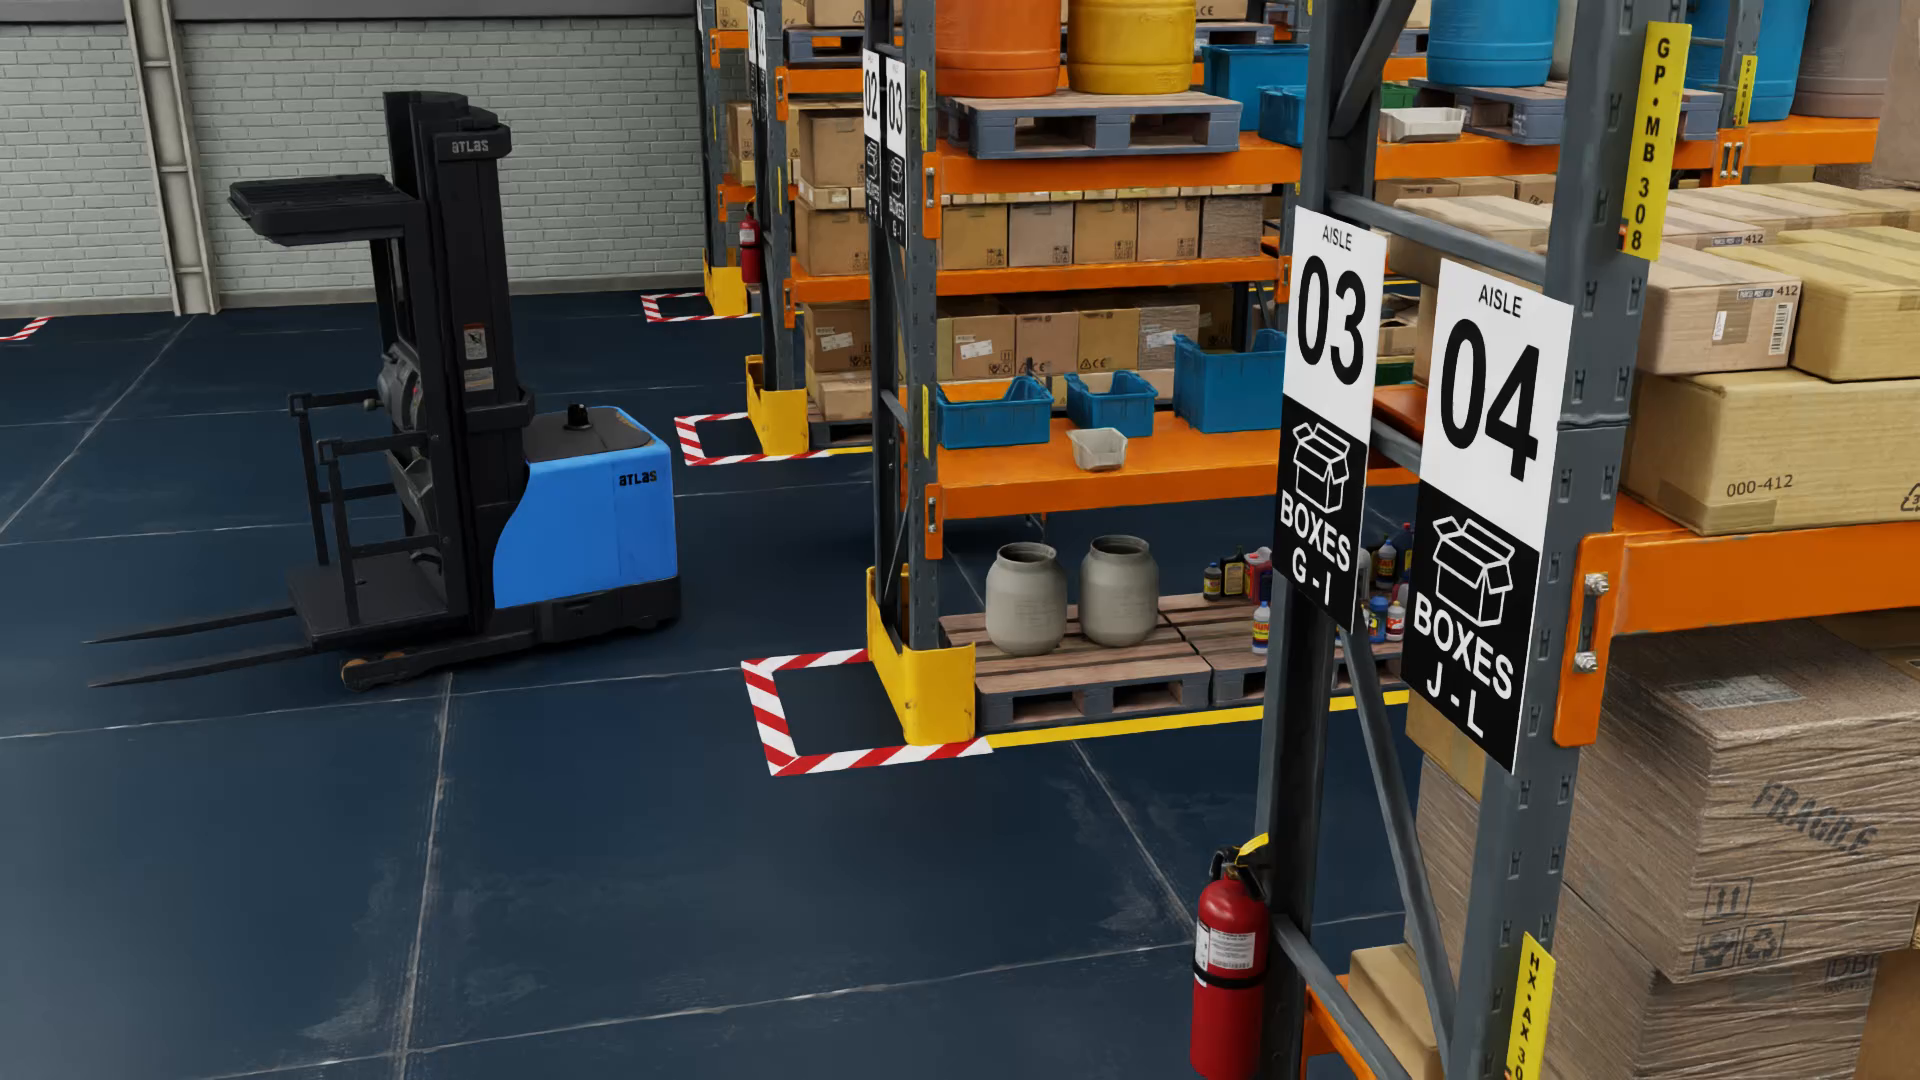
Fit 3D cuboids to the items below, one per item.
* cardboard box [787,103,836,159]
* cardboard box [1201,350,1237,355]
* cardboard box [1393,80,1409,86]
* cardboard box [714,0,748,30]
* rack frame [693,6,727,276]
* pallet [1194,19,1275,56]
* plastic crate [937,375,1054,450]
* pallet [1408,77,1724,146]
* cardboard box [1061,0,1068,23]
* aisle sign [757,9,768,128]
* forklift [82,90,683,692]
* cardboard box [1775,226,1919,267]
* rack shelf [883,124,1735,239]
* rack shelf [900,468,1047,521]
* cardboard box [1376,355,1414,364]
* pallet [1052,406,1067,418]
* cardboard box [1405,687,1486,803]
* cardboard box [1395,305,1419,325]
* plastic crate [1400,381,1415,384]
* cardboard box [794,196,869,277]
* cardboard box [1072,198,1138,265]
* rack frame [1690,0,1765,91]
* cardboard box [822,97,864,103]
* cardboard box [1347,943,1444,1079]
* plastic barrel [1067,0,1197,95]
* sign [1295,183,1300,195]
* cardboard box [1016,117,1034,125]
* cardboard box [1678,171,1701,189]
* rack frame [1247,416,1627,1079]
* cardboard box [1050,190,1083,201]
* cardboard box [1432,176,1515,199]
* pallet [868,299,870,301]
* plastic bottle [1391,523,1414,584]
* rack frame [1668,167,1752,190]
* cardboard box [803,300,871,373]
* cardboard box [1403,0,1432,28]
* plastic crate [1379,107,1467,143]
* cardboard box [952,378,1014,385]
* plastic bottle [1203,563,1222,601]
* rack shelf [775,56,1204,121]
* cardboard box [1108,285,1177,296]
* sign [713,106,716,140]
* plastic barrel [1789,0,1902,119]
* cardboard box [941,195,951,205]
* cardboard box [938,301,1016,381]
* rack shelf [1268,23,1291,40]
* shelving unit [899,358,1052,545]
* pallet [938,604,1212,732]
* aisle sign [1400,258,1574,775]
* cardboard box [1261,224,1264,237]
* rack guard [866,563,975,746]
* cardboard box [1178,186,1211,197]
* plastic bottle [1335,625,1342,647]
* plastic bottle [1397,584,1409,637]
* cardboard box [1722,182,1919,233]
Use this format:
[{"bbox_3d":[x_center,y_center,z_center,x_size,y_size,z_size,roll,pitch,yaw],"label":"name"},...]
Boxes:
[{"bbox_3d":[-1.540,-4.169,16.934,0.500,0.500,0.500,-5,21,-12],"label":"cardboard box"},{"bbox_3d":[2.078,-1.360,13.554,0.500,0.250,0.500,-5,21,-12],"label":"cardboard box"},{"bbox_3d":[4.899,-5.059,18.537,0.250,0.149,0.380,-7,21,-20],"label":"cardboard box"},{"bbox_3d":[-2.174,-5.313,16.422,0.500,0.500,0.500,-4,21,-11],"label":"cardboard box"},{"bbox_3d":[-2.557,-3.905,17.115,0.127,3.000,1.000,-5,21,-12],"label":"rack frame"},{"bbox_3d":[1.655,-3.855,12.745,1.213,0.211,1.003,-5,21,-12],"label":"pallet"},{"bbox_3d":[0.141,-0.659,8.469,0.616,0.251,0.499,-5,21,-12],"label":"plastic crate"},{"bbox_3d":[2.936,-2.136,8.198,1.003,0.211,1.213,-5,21,-12],"label":"pallet"},{"bbox_3d":[0.847,-4.196,12.583,0.637,0.503,0.797,-2,20,-6],"label":"cardboard box"},{"bbox_3d":[-1.407,-3.360,11.848,0.004,0.787,0.394,-5,21,-12],"label":"aisle sign"},{"bbox_3d":[-3.125,-0.794,8.720,3.031,2.935,1.130,-11,23,-27],"label":"forklift"},{"bbox_3d":[1.675,-0.450,2.960,0.250,0.149,0.380,-5,21,-13],"label":"cardboard box"},{"bbox_3d":[1.669,-1.818,8.102,4.000,0.370,1.077,-5,21,-12],"label":"rack shelf"},{"bbox_3d":[0.007,-0.299,10.707,1.000,0.278,0.538,-5,21,-12],"label":"rack shelf"},{"bbox_3d":[3.426,-1.459,13.824,0.500,0.250,0.500,-4,21,-11],"label":"cardboard box"},{"bbox_3d":[0.506,-1.108,13.532,1.213,0.211,1.003,-5,21,-12],"label":"pallet"},{"bbox_3d":[1.341,0.286,3.640,0.500,0.500,0.500,-5,21,-12],"label":"cardboard box"},{"bbox_3d":[3.930,-1.762,13.836,0.500,0.311,0.500,-5,21,-14],"label":"cardboard box"},{"bbox_3d":[2.601,-0.657,8.465,0.616,0.251,0.499,-5,21,-12],"label":"plastic crate"},{"bbox_3d":[-0.956,-2.327,12.661,0.500,0.500,0.700,-5,21,-12],"label":"cardboard box"},{"bbox_3d":[1.048,-2.491,13.110,0.500,0.500,0.700,-4,21,-12],"label":"cardboard box"},{"bbox_3d":[3.615,-3.723,7.894,0.127,3.000,1.000,-5,21,-12],"label":"rack frame"},{"bbox_3d":[-1.153,-4.384,17.520,0.500,0.500,0.500,-5,21,-14],"label":"cardboard box"},{"bbox_3d":[1.092,1.095,3.829,0.250,0.149,0.380,-5,21,-12],"label":"cardboard box"},{"bbox_3d":[0.803,-2.416,7.804,0.600,0.588,0.600,0,20,0],"label":"plastic barrel"},{"bbox_3d":[2.608,-2.822,12.784,0.005,0.325,0.100,-5,21,-12],"label":"sign"},{"bbox_3d":[0.583,-3.064,12.786,0.500,0.500,0.700,-5,21,-12],"label":"cardboard box"},{"bbox_3d":[8.518,-3.948,19.746,0.750,0.750,0.750,-4,21,-12],"label":"cardboard box"},{"bbox_3d":[0.862,1.069,3.536,0.127,3.000,1.000,-5,21,-12],"label":"rack frame"},{"bbox_3d":[0.770,-2.700,12.737,0.250,0.149,0.380,-4,20,-11],"label":"cardboard box"},{"bbox_3d":[4.230,-2.748,13.809,0.500,0.500,0.500,-5,21,-12],"label":"cardboard box"},{"bbox_3d":[-0.500,-2.750,18.014,1.213,0.211,1.003,-5,21,-12],"label":"pallet"},{"bbox_3d":[2.550,0.071,9.470,0.185,0.351,0.144,-6,21,-15],"label":"plastic bottle"},{"bbox_3d":[6.372,-2.881,14.318,0.127,3.000,1.000,-5,21,-12],"label":"rack frame"},{"bbox_3d":[-0.960,-1.648,13.249,0.500,0.500,0.500,-5,21,-12],"label":"cardboard box"},{"bbox_3d":[3.615,-4.189,13.137,0.500,0.250,0.500,-7,21,-18],"label":"cardboard box"},{"bbox_3d":[2.146,-1.928,7.739,0.396,0.136,0.243,-5,21,-12],"label":"plastic crate"},{"bbox_3d":[0.132,-1.202,13.121,0.500,0.250,0.500,-5,21,-12],"label":"cardboard box"},{"bbox_3d":[1.409,0.226,9.265,0.097,0.201,0.097,0,20,0],"label":"plastic bottle"},{"bbox_3d":[0.533,-3.476,12.629,4.000,0.370,1.077,-5,21,-12],"label":"rack shelf"},{"bbox_3d":[1.471,-1.848,13.796,0.500,0.500,0.500,-5,21,-12],"label":"cardboard box"},{"bbox_3d":[-2.432,-4.130,16.470,0.005,0.325,0.100,-5,21,-12],"label":"sign"},{"bbox_3d":[4.697,-2.714,8.774,0.600,0.901,0.600,0,20,0],"label":"plastic barrel"},{"bbox_3d":[-0.237,-2.618,12.513,0.250,0.149,0.380,-5,21,-13],"label":"cardboard box"},{"bbox_3d":[0.129,-1.558,13.003,0.500,0.500,0.500,-5,21,-12],"label":"cardboard box"},{"bbox_3d":[3.282,-5.451,18.019,4.000,0.370,1.077,-5,21,-12],"label":"rack shelf"},{"bbox_3d":[0.007,-0.529,10.623,1.048,1.125,0.538,-5,21,-12],"label":"shelving unit"},{"bbox_3d":[0.578,0.636,8.772,1.213,0.211,1.003,-5,21,-12],"label":"pallet"},{"bbox_3d":[0.871,-0.047,2.801,0.004,0.787,0.394,-5,21,-12],"label":"aisle sign"},{"bbox_3d":[3.045,-3.403,18.738,0.500,0.500,0.700,-4,21,-12],"label":"cardboard box"},{"bbox_3d":[-0.214,0.563,8.551,0.348,0.500,1.175,-5,21,-12],"label":"rack guard"},{"bbox_3d":[1.768,-2.782,12.960,0.250,0.149,0.380,-5,21,-14],"label":"cardboard box"},{"bbox_3d":[1.990,0.411,8.658,0.097,0.271,0.097,0,20,0],"label":"plastic bottle"},{"bbox_3d":[2.395,0.366,8.774,0.135,0.276,0.152,-4,21,-11],"label":"plastic bottle"},{"bbox_3d":[1.821,-0.650,3.507,0.250,0.149,0.380,-5,21,-12],"label":"cardboard box"}]
